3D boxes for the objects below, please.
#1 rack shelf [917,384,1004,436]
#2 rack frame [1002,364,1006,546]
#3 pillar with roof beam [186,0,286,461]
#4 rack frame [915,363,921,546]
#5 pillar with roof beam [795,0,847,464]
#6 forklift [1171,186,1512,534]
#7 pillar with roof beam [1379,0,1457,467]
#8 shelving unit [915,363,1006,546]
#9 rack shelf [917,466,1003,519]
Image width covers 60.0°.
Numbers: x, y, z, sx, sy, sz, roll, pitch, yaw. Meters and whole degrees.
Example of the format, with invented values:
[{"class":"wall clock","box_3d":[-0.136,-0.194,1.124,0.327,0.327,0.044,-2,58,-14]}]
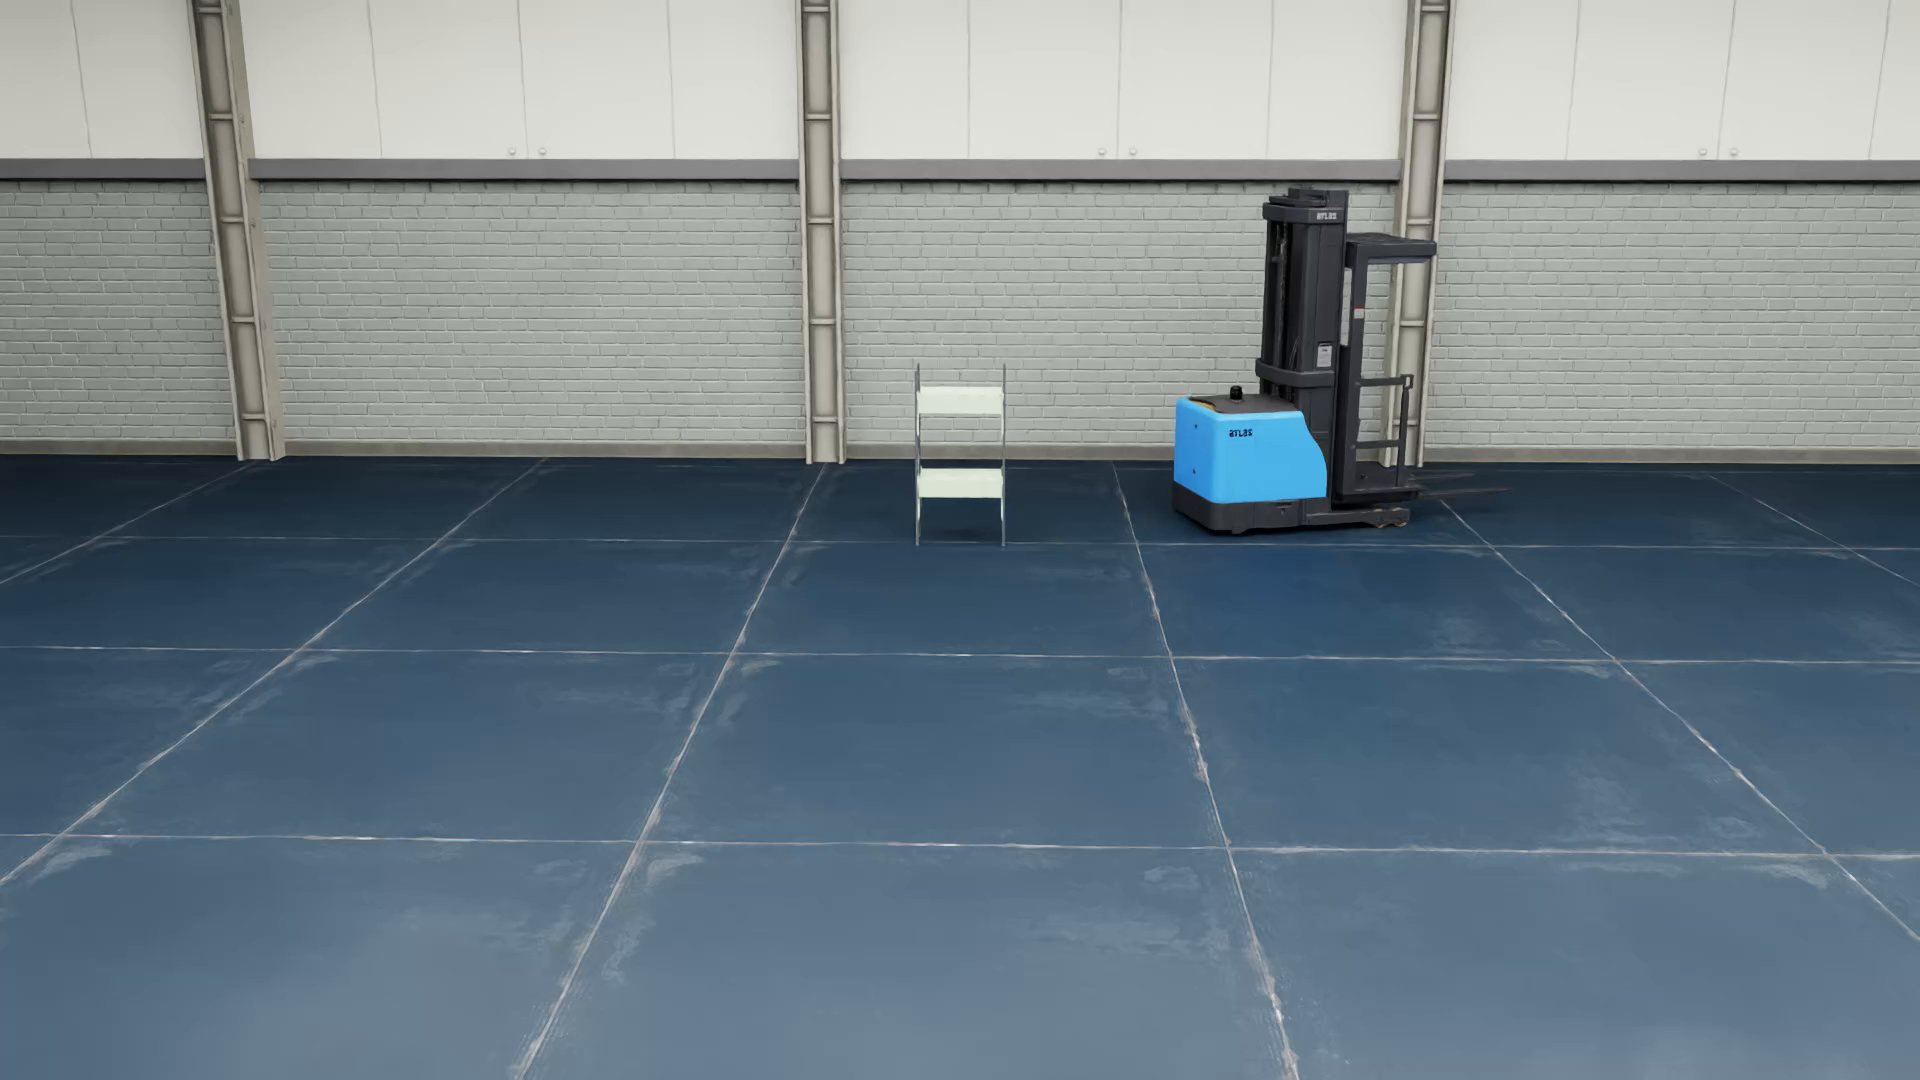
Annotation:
[{"class":"rack shelf","box_3d":[0.007,-1.102,14.049,0.720,0.370,0.431,0,15,1]},{"class":"rack frame","box_3d":[0.373,-0.723,14.139,0.023,1.500,0.400,0,15,1]},{"class":"pillar with roof beam","box_3d":[-7.512,-4.126,12.340,0.400,9.000,9.100,0,15,1]},{"class":"rack frame","box_3d":[-0.359,-0.728,14.158,0.023,1.500,0.400,0,15,1]},{"class":"pillar with roof beam","box_3d":[-1.514,-4.087,12.192,0.400,9.000,9.100,0,15,1]},{"class":"forklift","box_3d":[3.513,-1.651,14.853,3.031,2.935,1.130,-4,15,-14]},{"class":"pillar with roof beam","box_3d":[4.484,-4.048,12.043,0.400,9.000,9.100,0,15,1]},{"class":"shelving unit","box_3d":[0.007,-0.725,14.149,0.755,1.500,0.431,0,15,1]},{"class":"rack shelf","box_3d":[0.007,-0.410,14.232,0.720,0.370,0.431,0,15,1]}]
